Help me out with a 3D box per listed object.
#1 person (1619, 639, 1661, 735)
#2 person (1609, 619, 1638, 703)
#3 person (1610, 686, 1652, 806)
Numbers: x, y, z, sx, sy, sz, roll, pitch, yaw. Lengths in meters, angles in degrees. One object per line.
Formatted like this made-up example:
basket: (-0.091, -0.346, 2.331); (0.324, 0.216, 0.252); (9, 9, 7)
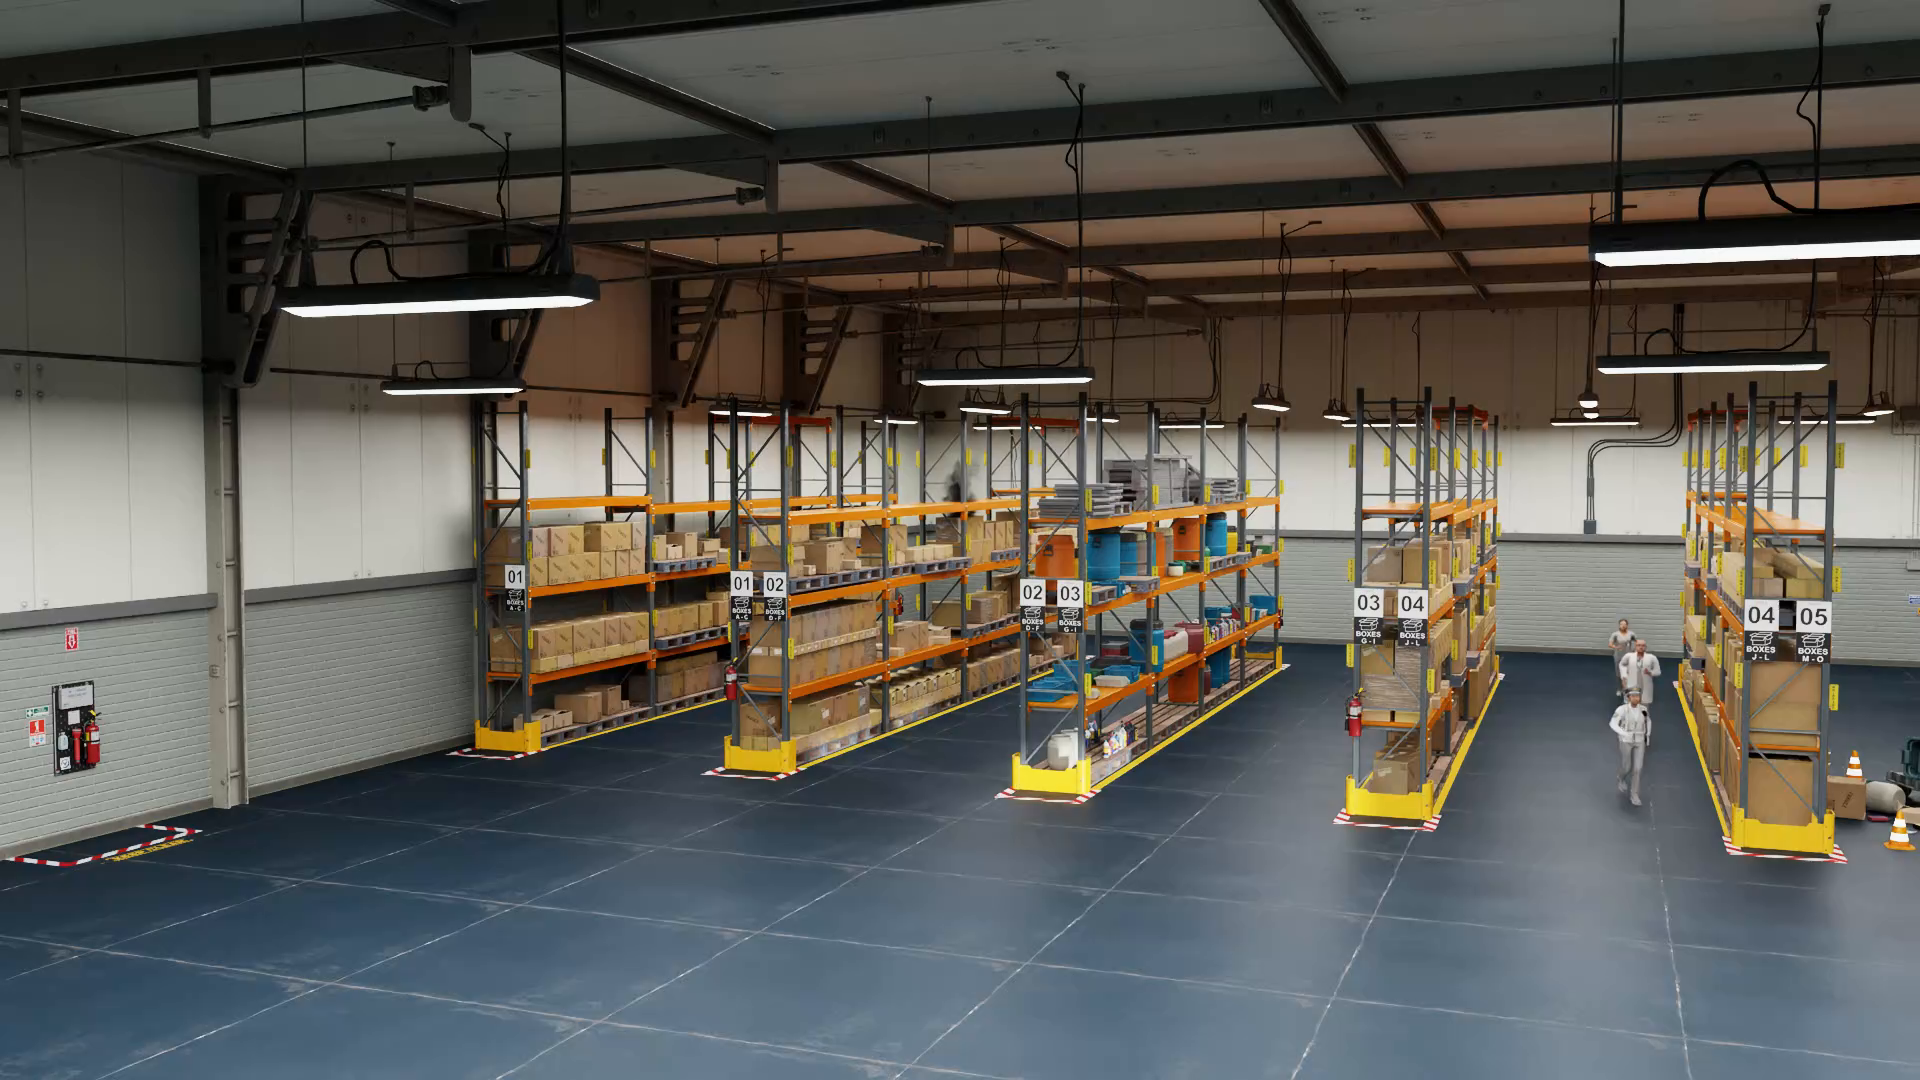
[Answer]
person: (12.065, 2.685, 29.528); (0.693, 1.825, 0.795); (1, 3, 22)
person: (13.769, 2.494, 34.512); (0.583, 1.734, 0.770); (1, 3, 22)
person: (9.850, 2.977, 24.401); (0.620, 1.696, 0.832); (0, 3, 9)
